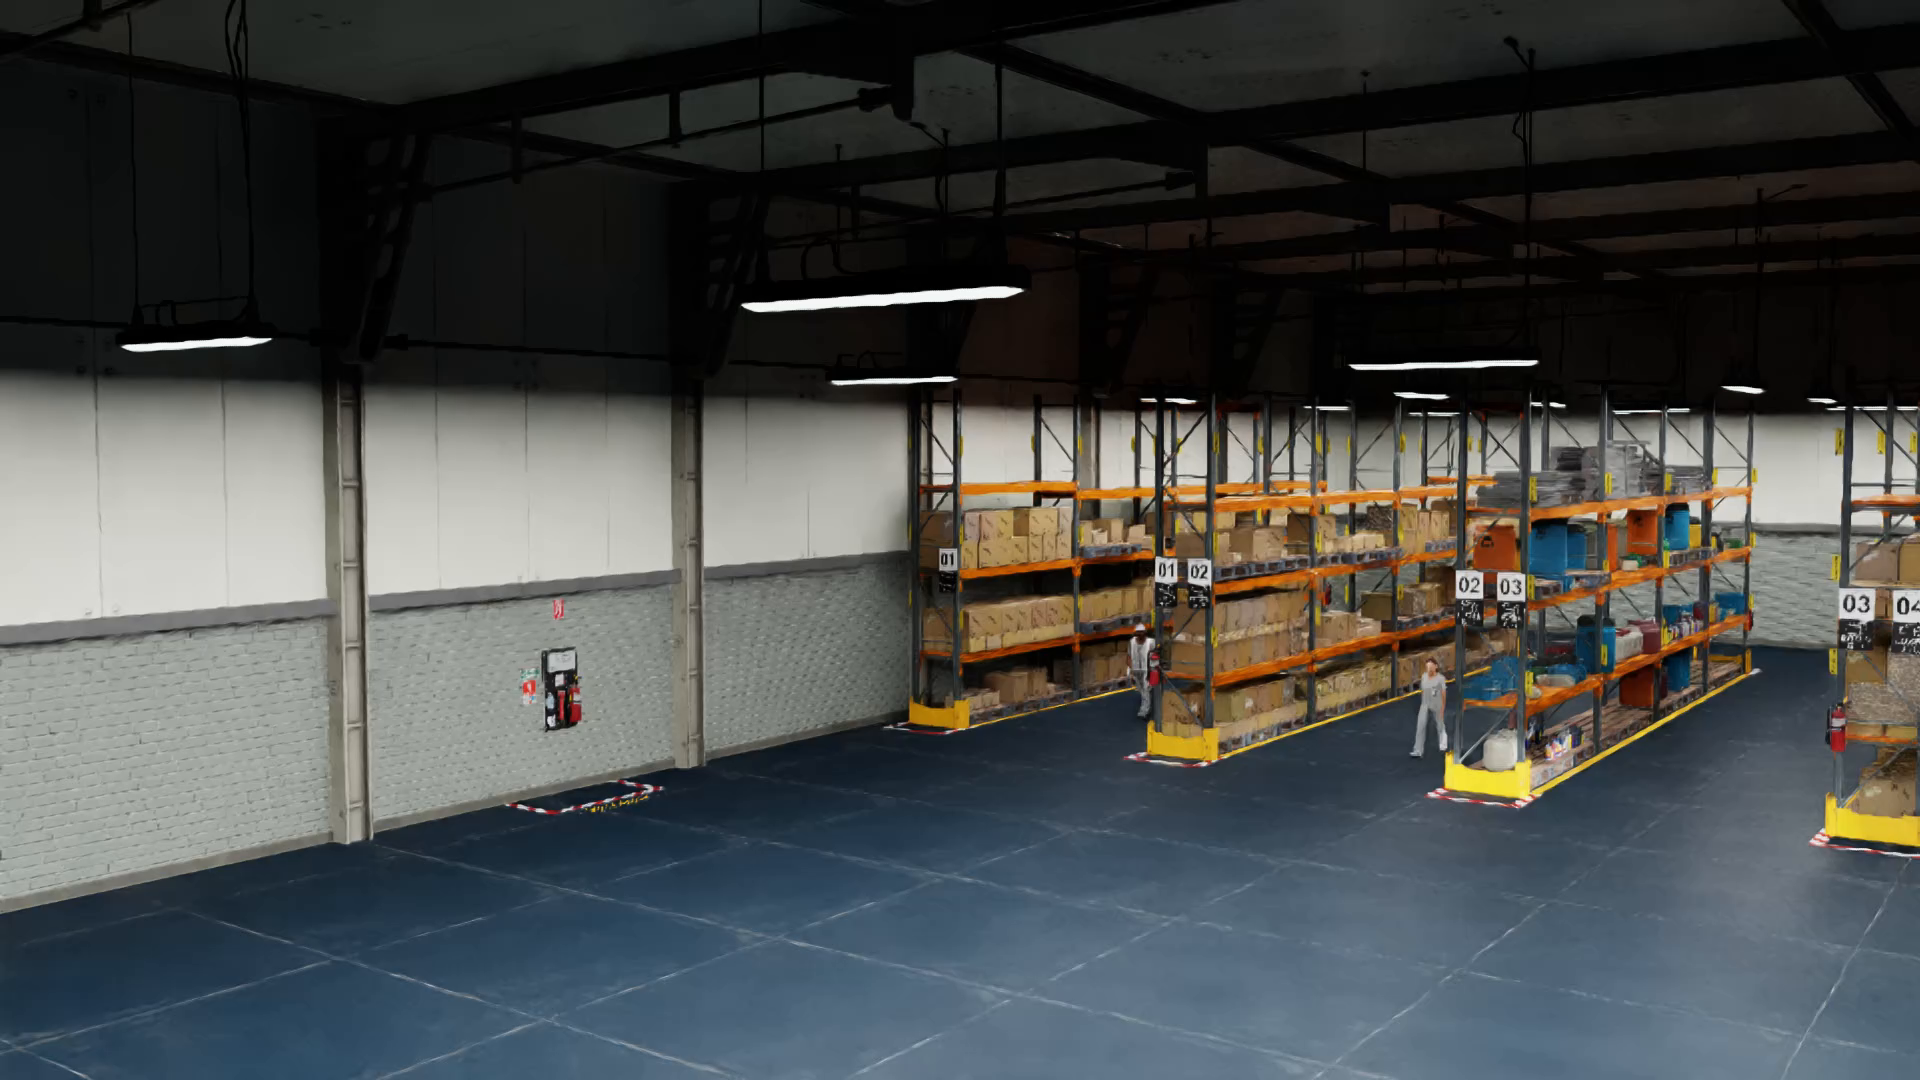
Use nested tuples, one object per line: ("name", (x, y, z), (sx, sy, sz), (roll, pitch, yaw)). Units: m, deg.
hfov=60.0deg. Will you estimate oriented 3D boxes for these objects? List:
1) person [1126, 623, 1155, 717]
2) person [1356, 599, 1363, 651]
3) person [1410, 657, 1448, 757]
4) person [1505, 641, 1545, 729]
("person", (3.362, 2.382, 30.732), (0.580, 1.706, 1.096), (2, 4, 27))
("person", (8.992, 2.083, 36.991), (0.456, 1.589, 1.088), (3, 4, 38))
("person", (7.596, 2.667, 26.720), (0.445, 1.590, 1.110), (2, 4, 33))
("person", (9.844, 2.543, 28.841), (0.926, 1.621, 0.468), (-3, 4, -38))
